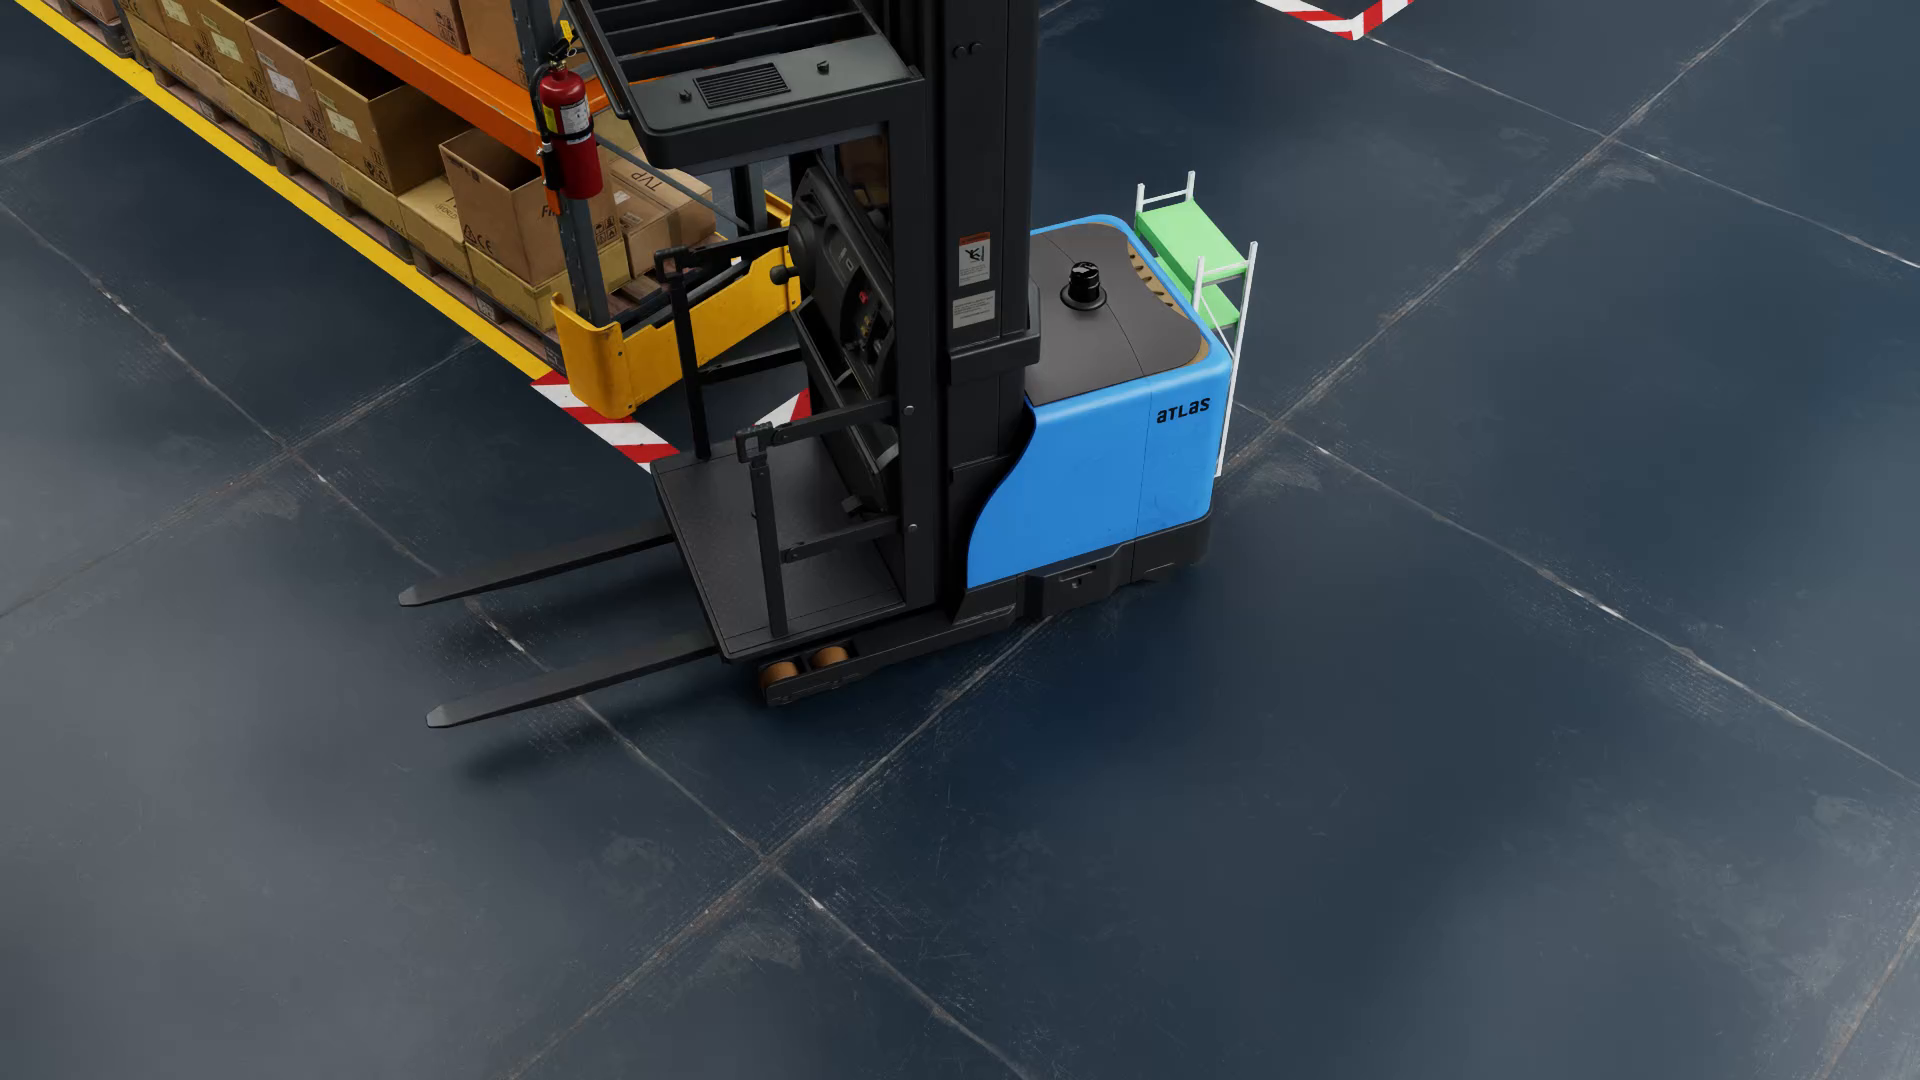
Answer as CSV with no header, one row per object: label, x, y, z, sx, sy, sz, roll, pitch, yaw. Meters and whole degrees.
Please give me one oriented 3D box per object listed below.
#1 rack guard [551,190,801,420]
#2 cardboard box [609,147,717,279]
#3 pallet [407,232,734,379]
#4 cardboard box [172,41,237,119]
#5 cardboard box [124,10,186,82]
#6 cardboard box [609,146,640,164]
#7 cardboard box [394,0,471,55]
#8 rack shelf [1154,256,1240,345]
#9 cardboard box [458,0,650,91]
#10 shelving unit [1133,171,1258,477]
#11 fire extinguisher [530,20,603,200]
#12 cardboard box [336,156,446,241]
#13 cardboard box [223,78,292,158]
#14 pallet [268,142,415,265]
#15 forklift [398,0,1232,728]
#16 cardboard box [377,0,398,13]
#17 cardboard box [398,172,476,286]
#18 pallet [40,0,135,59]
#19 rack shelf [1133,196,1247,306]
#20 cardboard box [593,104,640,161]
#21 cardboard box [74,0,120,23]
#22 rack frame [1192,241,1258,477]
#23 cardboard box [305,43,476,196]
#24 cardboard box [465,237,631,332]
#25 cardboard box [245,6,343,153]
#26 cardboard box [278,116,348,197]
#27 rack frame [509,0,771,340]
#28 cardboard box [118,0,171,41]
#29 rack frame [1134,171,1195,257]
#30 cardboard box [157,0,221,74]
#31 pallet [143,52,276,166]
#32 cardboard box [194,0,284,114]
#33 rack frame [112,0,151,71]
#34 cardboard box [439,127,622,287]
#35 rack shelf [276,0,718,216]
rack guard,-1.232,-1.072,7.414,0.348,0.500,1.175,34,55,28
cardboard box,-1.493,-1.527,7.724,0.500,0.250,0.500,34,55,28
pallet,-1.840,-1.341,7.864,1.213,0.211,1.003,34,55,28
cardboard box,-3.690,-2.479,8.618,0.500,0.250,0.500,34,55,28
cardboard box,-4.054,-2.729,8.852,0.500,0.250,0.500,34,55,28
cardboard box,-1.863,-1.772,7.954,0.500,0.250,0.500,34,55,28
cardboard box,-1.974,-2.469,6.942,0.500,0.500,0.700,35,56,29
rack shelf,0.890,-0.939,6.567,0.258,0.148,0.480,-17,49,-15
cardboard box,-1.584,-2.212,6.701,0.500,0.500,0.700,34,55,28
shelving unit,0.890,-0.818,6.695,0.258,1.200,0.503,-17,49,-15
fire extinguisher,-1.478,-1.606,6.254,0.183,0.674,0.296,34,55,28
cardboard box,-2.589,-1.736,7.921,0.500,0.250,0.500,34,55,28
cardboard box,-3.326,-2.229,8.383,0.500,0.250,0.500,34,55,28
pallet,-2.733,-1.944,8.431,1.213,0.211,1.003,34,55,28
forklift,-0.585,-0.831,5.520,3.031,2.935,1.130,-16,49,-15
cardboard box,-2.335,-2.718,7.175,0.500,0.500,0.700,34,56,28
cardboard box,-2.220,-1.490,7.690,0.500,0.250,0.500,34,55,28
pallet,-4.757,-3.307,9.710,1.213,0.211,1.003,34,55,28
rack shelf,0.890,-1.103,6.392,0.258,0.148,0.480,-17,49,-15
cardboard box,-1.862,-2.030,7.682,0.500,0.500,0.500,34,55,28
cardboard box,-4.691,-3.170,9.267,0.500,0.250,0.500,33,55,27
rack frame,0.984,-0.654,6.541,0.240,1.200,0.015,-17,49,-15
cardboard box,-2.591,-1.992,7.646,0.500,0.500,0.500,34,55,28
cardboard box,-1.845,-1.249,7.464,0.500,0.250,0.500,34,55,28
cardboard box,-2.957,-2.239,7.879,0.500,0.500,0.500,34,55,28
cardboard box,-2.955,-1.985,8.154,0.500,0.250,0.500,34,55,28
rack frame,-1.250,-1.940,6.514,0.127,3.000,1.000,34,55,28
cardboard box,-4.061,-2.980,8.574,0.500,0.500,0.500,34,55,28
rack frame,0.797,-0.982,6.849,0.240,1.200,0.015,-17,49,-15
cardboard box,-3.688,-2.737,8.346,0.500,0.500,0.500,34,55,28
pallet,-3.633,-2.548,8.997,1.213,0.211,1.003,34,55,28
cardboard box,-3.326,-2.486,8.110,0.500,0.500,0.500,34,55,28
rack frame,-4.189,-3.918,8.371,0.127,3.000,1.000,34,55,28
cardboard box,-1.846,-1.505,7.189,0.500,0.500,0.500,34,55,28
rack shelf,-2.720,-2.683,7.705,4.000,0.370,1.077,34,55,28
